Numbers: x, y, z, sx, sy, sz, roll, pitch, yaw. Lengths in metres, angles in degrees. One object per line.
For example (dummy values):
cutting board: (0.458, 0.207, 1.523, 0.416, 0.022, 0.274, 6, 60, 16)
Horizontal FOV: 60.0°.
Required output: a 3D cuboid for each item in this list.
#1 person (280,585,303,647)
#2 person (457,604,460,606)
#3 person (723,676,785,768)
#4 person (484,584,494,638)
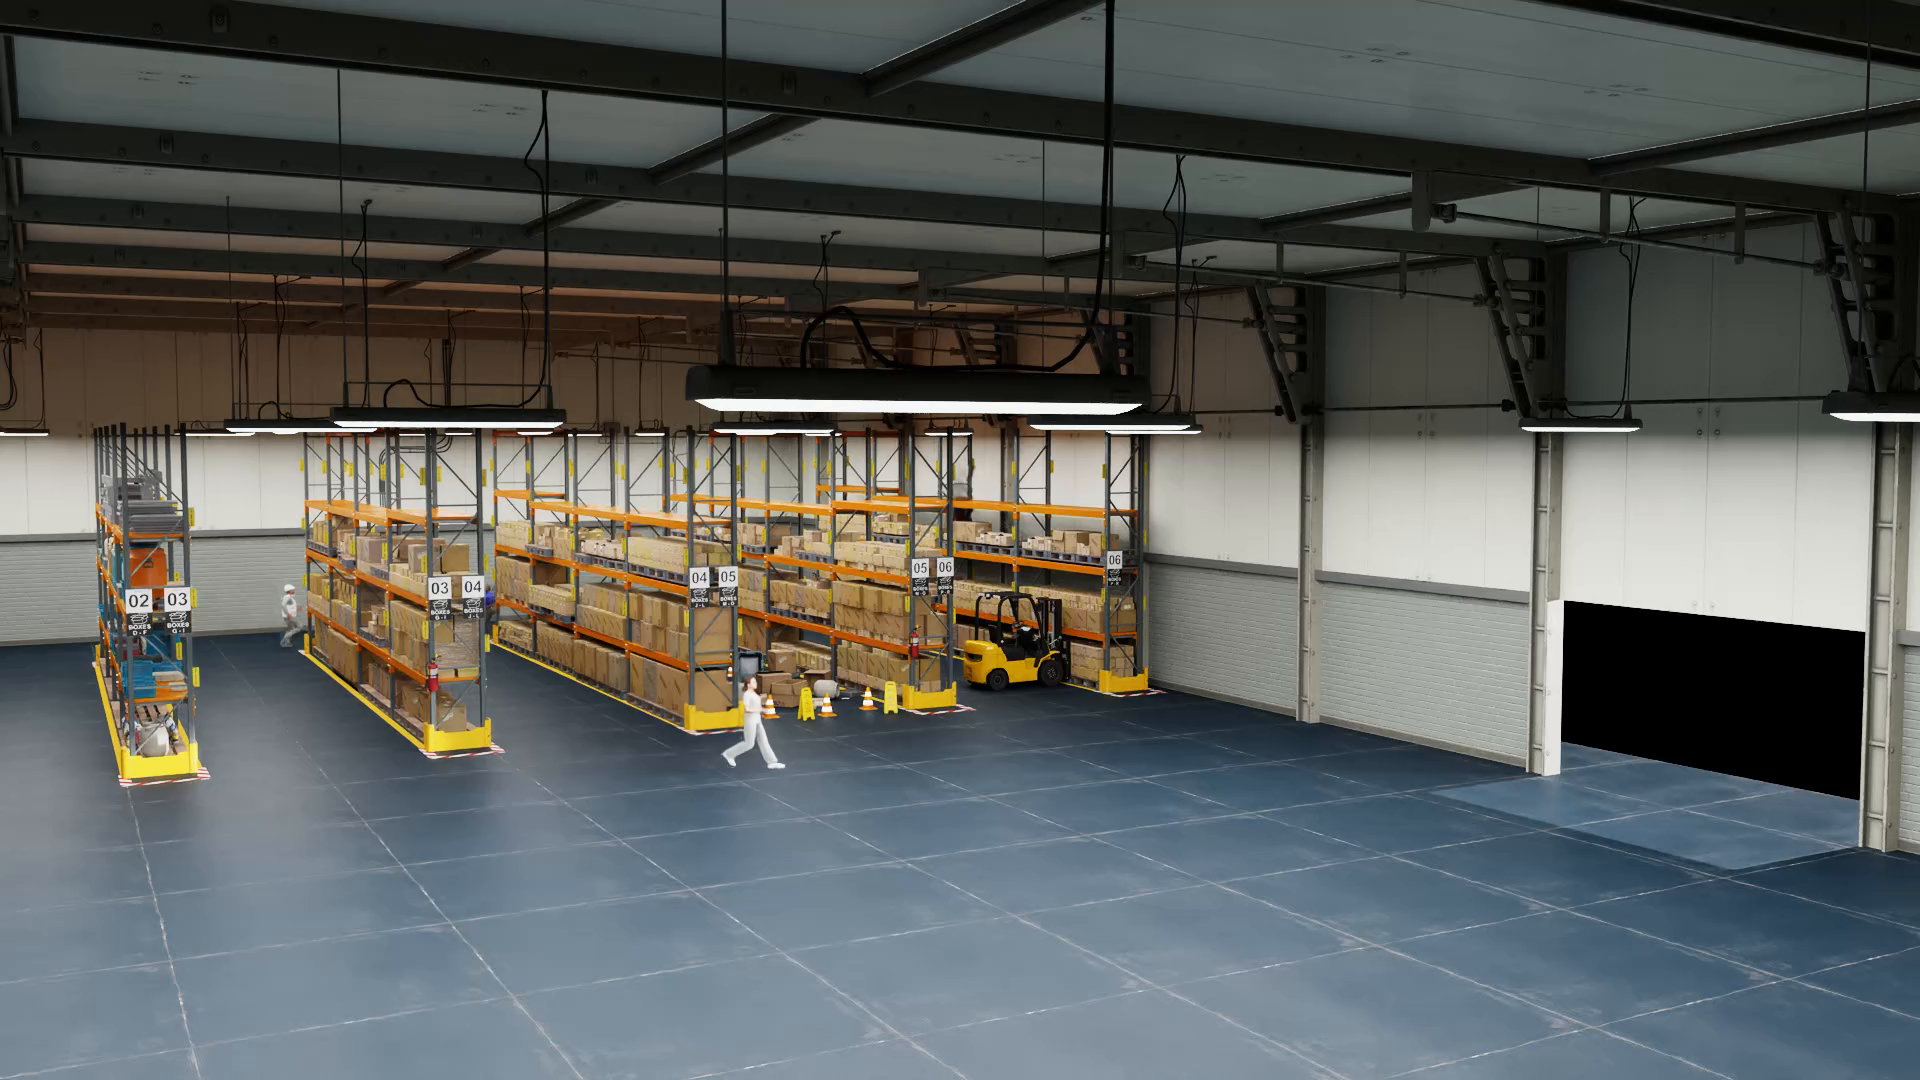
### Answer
person: (-18.398, 2.085, 45.772, 0.608, 1.717, 0.649, -2, 4, -25)
person: (-14.282, 2.148, 46.465, 0.611, 1.524, 0.825, 0, 3, -4)
person: (-3.541, 3.134, 28.597, 1.076, 1.603, 0.582, 1, 4, 10)
person: (-13.589, 2.051, 47.772, 0.502, 1.594, 0.599, -3, 5, -42)
